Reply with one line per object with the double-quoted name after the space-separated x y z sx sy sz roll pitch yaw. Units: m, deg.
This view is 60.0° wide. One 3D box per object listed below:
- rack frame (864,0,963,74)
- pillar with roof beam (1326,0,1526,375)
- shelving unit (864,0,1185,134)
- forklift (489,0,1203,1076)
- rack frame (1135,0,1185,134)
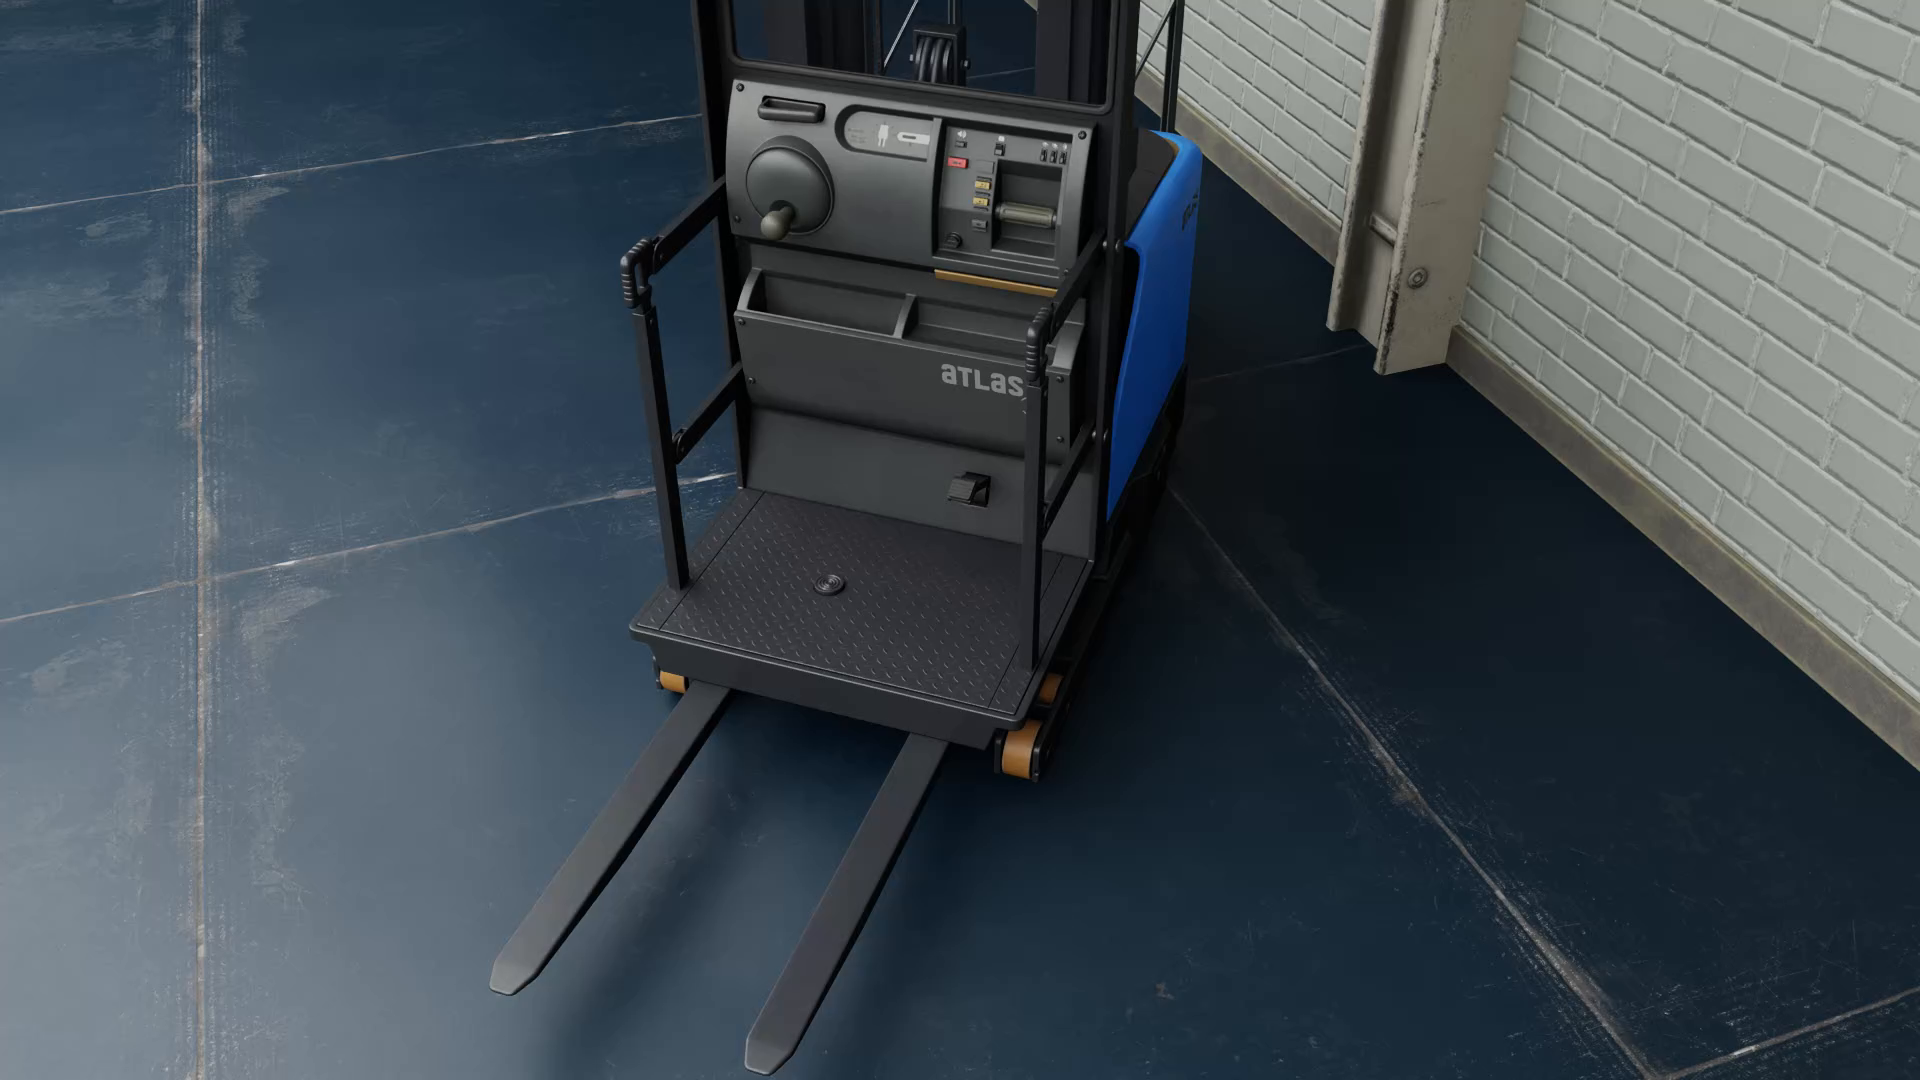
-0.175 -1.666 6.215 0.032 1.500 0.500 30 46 34 "rack frame"
-2.437 -3.445 2.344 9.100 9.000 0.400 -12 39 -16 "pillar with roof beam"
0.191 -1.453 5.933 1.048 1.500 0.538 30 46 34 "shelving unit"
-0.206 -0.817 3.899 1.130 2.935 3.031 12 39 15 "forklift"
0.556 -1.241 5.650 0.032 1.500 0.500 30 46 34 "rack frame"
